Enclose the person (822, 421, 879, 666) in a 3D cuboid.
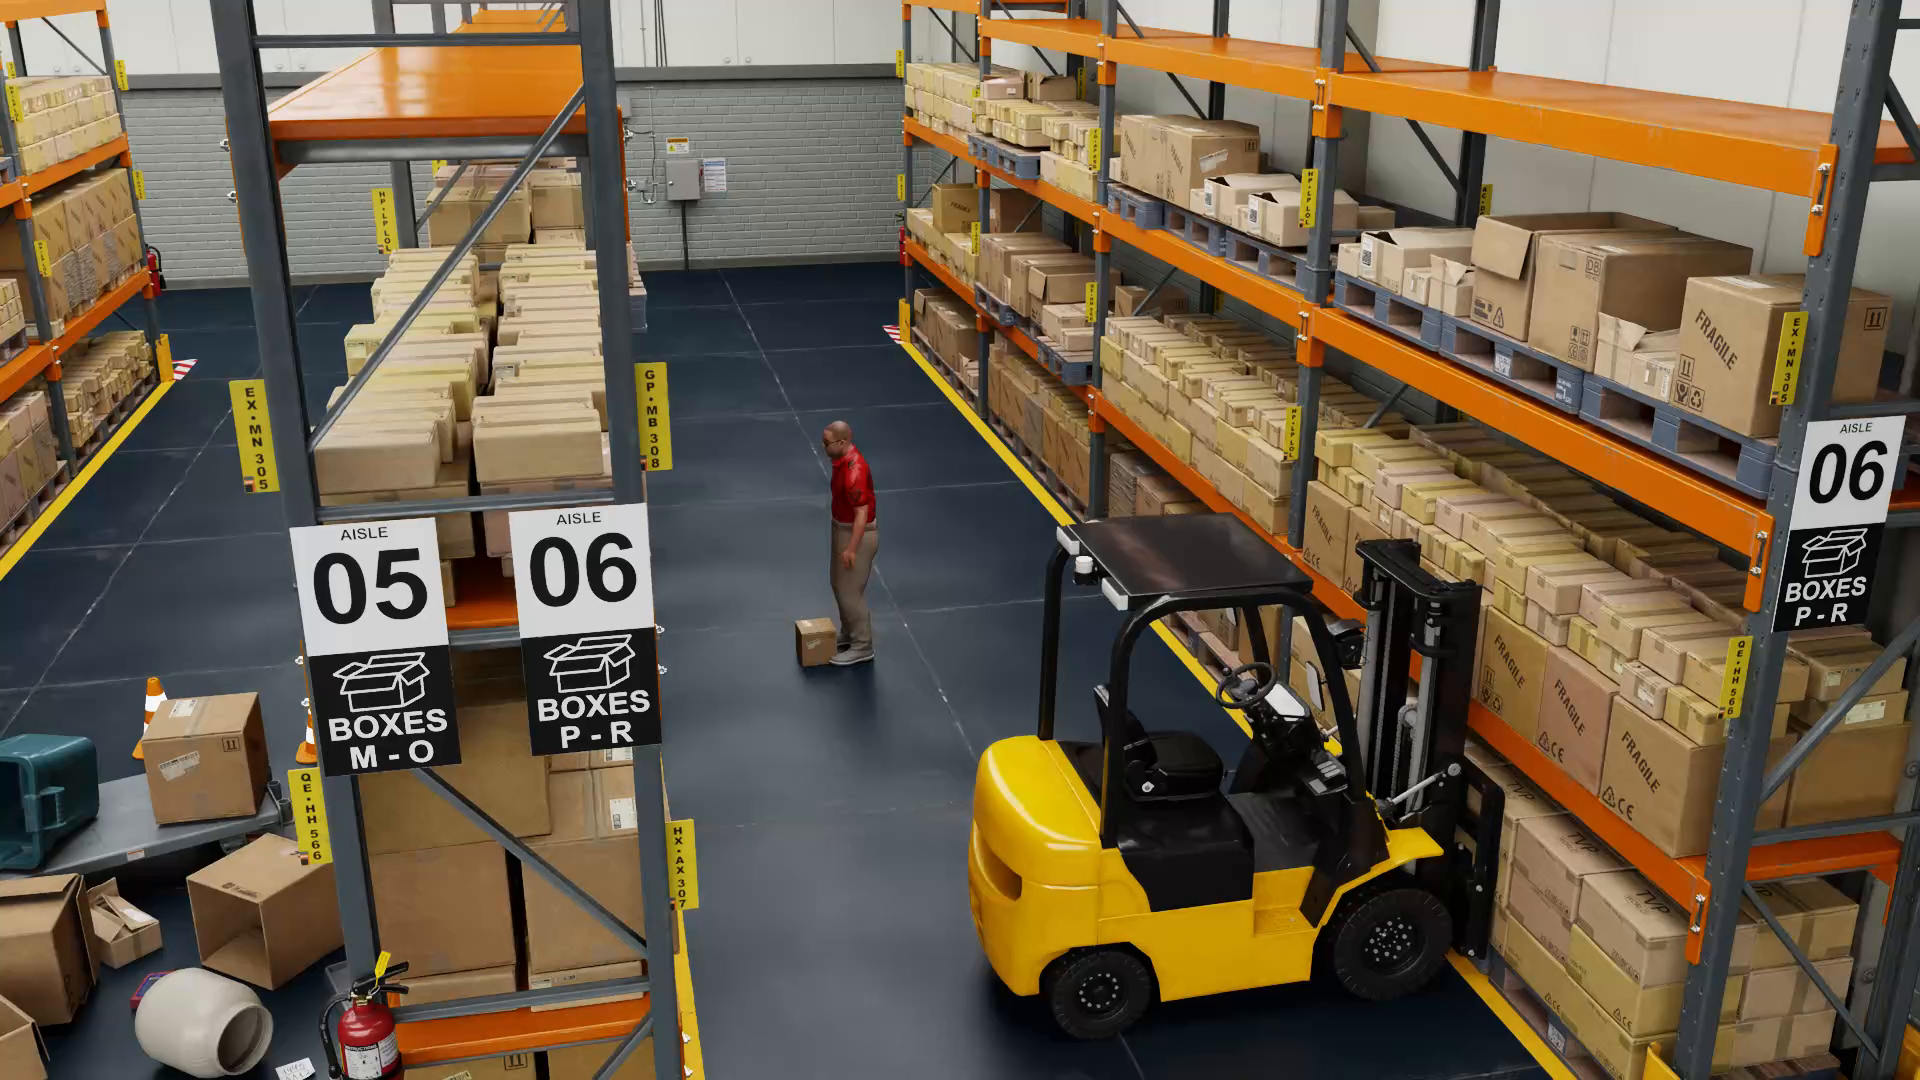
[{"bbox_3d":[-0.777,-0.002,11.594,0.394,1.727,0.587,-4,20,-12],"label":"person"}]
